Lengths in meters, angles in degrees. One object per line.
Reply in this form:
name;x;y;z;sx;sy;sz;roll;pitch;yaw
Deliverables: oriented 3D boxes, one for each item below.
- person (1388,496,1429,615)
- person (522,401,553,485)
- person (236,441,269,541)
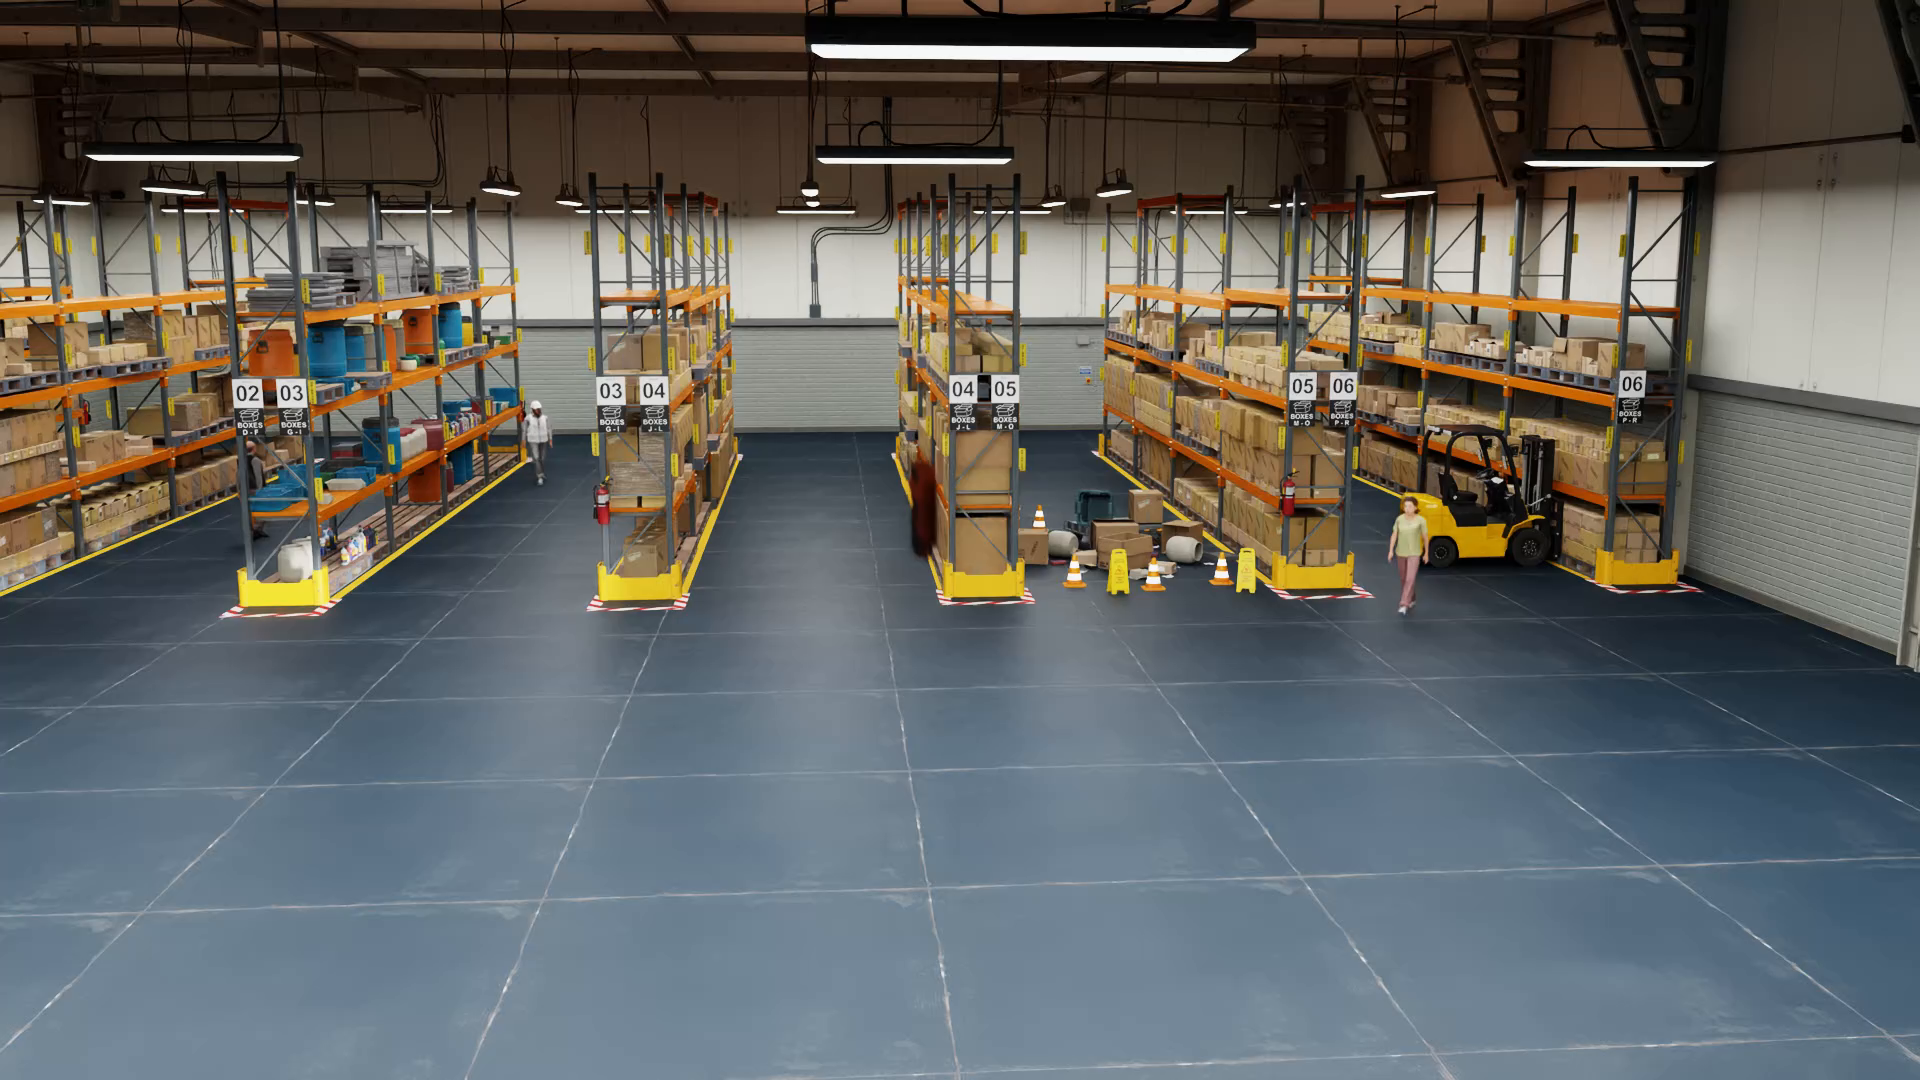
person;6.114;0.202;22.803;0.472;1.609;1.070;8;13;37
person;-9.010;-2.107;35.551;0.609;1.740;0.946;-6;12;-30
person;-12.118;-0.829;28.416;0.589;1.702;0.520;1;10;4
